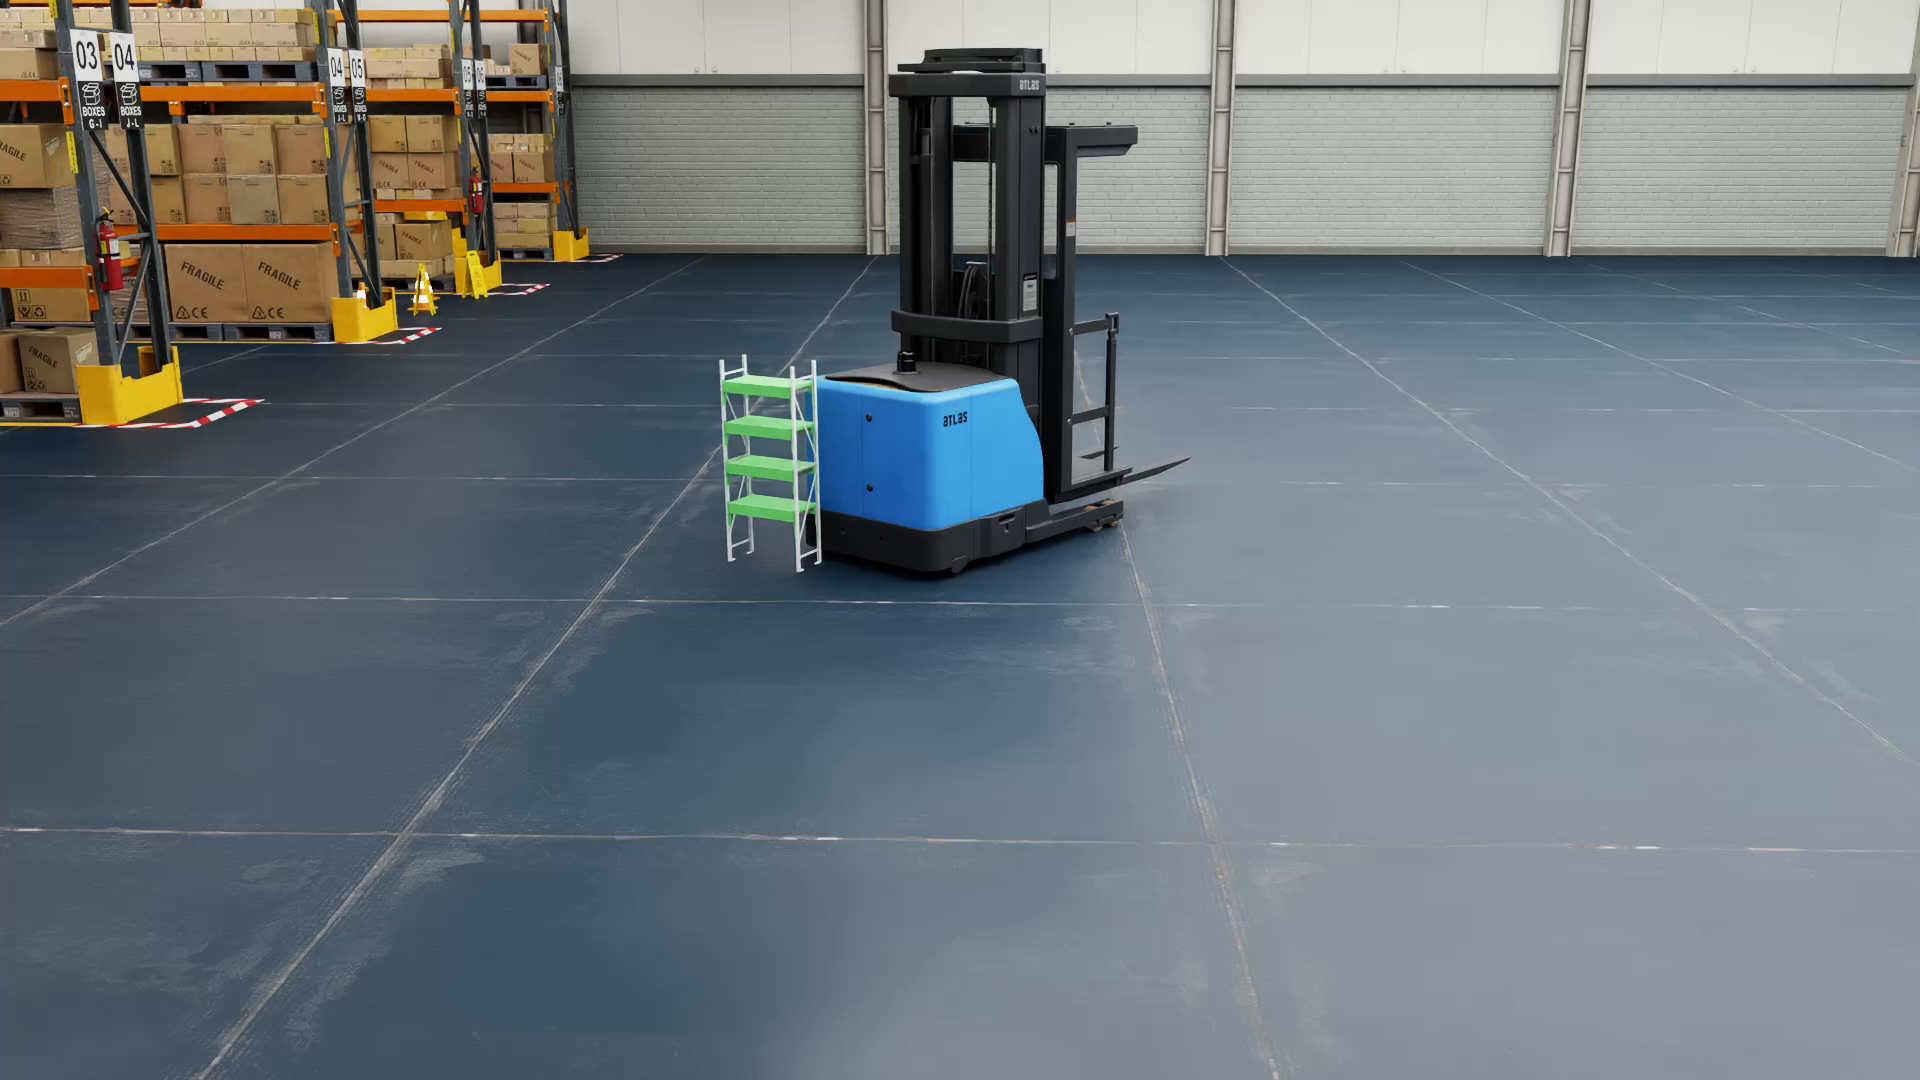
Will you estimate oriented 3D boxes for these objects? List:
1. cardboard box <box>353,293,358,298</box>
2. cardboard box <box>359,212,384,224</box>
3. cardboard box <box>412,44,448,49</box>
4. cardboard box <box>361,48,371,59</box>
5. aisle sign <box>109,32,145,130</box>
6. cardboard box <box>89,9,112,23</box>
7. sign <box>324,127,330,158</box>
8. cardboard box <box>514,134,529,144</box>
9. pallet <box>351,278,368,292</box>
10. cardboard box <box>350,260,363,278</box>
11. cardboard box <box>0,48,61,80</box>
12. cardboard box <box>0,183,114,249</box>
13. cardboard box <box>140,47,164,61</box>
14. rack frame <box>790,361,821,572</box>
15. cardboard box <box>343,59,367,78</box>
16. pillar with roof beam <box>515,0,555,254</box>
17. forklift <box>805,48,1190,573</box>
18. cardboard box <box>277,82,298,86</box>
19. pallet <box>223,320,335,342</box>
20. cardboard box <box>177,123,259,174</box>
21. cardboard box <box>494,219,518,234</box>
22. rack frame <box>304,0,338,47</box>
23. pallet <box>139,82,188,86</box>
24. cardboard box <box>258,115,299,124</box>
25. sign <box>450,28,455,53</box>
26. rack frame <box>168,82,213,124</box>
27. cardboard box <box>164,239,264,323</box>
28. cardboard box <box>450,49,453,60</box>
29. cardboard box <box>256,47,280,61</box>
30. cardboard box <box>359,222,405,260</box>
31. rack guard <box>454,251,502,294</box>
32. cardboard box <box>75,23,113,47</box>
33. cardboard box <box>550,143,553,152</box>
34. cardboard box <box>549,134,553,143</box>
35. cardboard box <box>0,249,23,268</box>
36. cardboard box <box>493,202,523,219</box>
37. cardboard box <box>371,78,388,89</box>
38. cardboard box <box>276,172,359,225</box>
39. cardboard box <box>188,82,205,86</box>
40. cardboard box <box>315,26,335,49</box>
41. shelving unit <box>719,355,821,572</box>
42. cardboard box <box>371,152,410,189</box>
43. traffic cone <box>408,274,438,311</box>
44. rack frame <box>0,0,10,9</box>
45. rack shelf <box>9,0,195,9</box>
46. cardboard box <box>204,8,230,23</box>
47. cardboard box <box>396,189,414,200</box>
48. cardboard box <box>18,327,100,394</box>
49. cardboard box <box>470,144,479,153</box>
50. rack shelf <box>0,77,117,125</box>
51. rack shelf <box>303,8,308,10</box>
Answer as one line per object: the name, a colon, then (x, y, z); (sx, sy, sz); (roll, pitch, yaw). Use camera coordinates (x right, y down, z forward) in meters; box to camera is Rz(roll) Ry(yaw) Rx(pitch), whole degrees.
cardboard box: (-8.264, -3.210, 22.215); (0.250, 0.149, 0.380); (9, 17, 30)
cardboard box: (-8.331, -4.571, 23.611); (0.250, 0.149, 0.380); (1, 15, 2)
cardboard box: (-8.834, -8.099, 28.056); (0.637, 0.503, 0.797); (1, 15, 3)
cardboard box: (-8.258, -6.763, 23.143); (0.250, 0.149, 0.380); (0, 15, 1)
aisle sign: (-7.087, -3.901, 14.149); (0.004, 0.787, 0.394); (0, 15, 1)
cardboard box: (-9.300, -5.727, 18.196); (0.250, 0.149, 0.380); (0, 15, 1)
sign: (-6.956, -4.368, 18.282); (0.005, 0.325, 0.100); (0, 15, 1)
cardboard box: (-7.391, -6.809, 28.217); (0.250, 0.149, 0.380); (0, 15, 2)
pallet: (-9.007, -3.770, 24.216); (1.213, 0.211, 1.003); (0, 15, 1)
cardboard box: (-8.759, -3.912, 23.856); (0.500, 0.250, 0.500); (0, 15, -1)
cardboard box: (-7.645, -3.884, 13.595); (0.500, 0.250, 0.500); (1, 15, 3)
cardboard box: (-7.705, -2.770, 14.182); (0.500, 0.500, 0.875); (0, 15, 1)
cardboard box: (-8.794, -5.338, 18.286); (0.250, 0.149, 0.380); (1, 15, 2)
rack frame: (-0.886, -0.420, 9.574); (0.015, 1.200, 0.240); (8, 17, 28)
cardboard box: (-8.443, -6.557, 23.144); (0.500, 0.250, 0.500); (1, 15, 3)
pillar with roof beam: (-7.563, -8.398, 24.531); (0.400, 9.000, 9.100); (0, 15, 1)
forklift: (0.398, -1.540, 10.432); (1.130, 2.935, 3.031); (12, 19, 38)
cardboard box: (-9.310, -6.355, 23.158); (0.250, 0.149, 0.380); (0, 15, 0)
pallet: (-7.730, -2.469, 19.284); (1.213, 0.211, 1.003); (0, 15, 1)
cardboard box: (-8.407, -4.457, 18.943); (0.550, 0.550, 0.875); (0, 15, 1)
cardboard box: (-7.776, -5.405, 28.535); (0.500, 0.250, 0.500); (0, 15, 1)
rack frame: (-10.779, -9.288, 27.903); (0.127, 3.000, 1.000); (0, 15, 1)
pallet: (-11.516, -6.512, 23.629); (1.003, 0.211, 1.213); (0, 15, 1)
cardboard box: (-9.456, -5.719, 23.399); (0.500, 0.500, 0.700); (0, 15, 0)
sign: (-6.937, -6.832, 22.740); (0.005, 0.325, 0.100); (0, 15, 1)
rack frame: (-10.902, -5.121, 23.870); (0.127, 3.000, 1.000); (0, 15, 1)
cardboard box: (-8.488, -3.000, 19.174); (0.875, 0.875, 0.875); (0, 15, 1)
cardboard box: (-7.253, -6.864, 23.525); (0.250, 0.149, 0.380); (0, 15, 1)
cardboard box: (-7.522, -5.330, 18.255); (0.250, 0.149, 0.380); (0, 15, 2)
cardboard box: (-8.233, -4.272, 23.750); (0.500, 0.500, 0.500); (1, 15, 4)
rack guard: (-6.979, -3.887, 24.092); (0.348, 0.500, 1.175); (0, 15, 1)
cardboard box: (-9.437, -5.550, 18.309); (0.500, 0.250, 0.500); (0, 15, 1)
cardboard box: (-7.113, -6.791, 28.733); (0.250, 0.149, 0.380); (0, 15, 0)
cardboard box: (-7.110, -6.923, 28.650); (0.250, 0.149, 0.380); (0, 15, 0)
cardboard box: (-7.948, -2.386, 13.995); (0.250, 0.149, 0.380); (0, 15, 1)
cardboard box: (-7.759, -5.643, 28.456); (0.500, 0.250, 0.500); (1, 15, 2)
cardboard box: (-8.033, -6.377, 23.244); (0.250, 0.149, 0.380); (0, 15, 2)
cardboard box: (-7.301, -3.895, 18.930); (0.550, 0.550, 0.875); (0, 15, 1)
cardboard box: (-10.593, -6.385, 23.272); (0.250, 0.149, 0.380); (0, 15, 1)
cardboard box: (-7.404, -5.674, 18.776); (0.500, 0.250, 0.500); (0, 15, 1)
shelving unit: (-1.100, -0.450, 9.688); (0.503, 1.200, 0.258); (8, 17, 28)
cardboard box: (-7.953, -5.225, 23.484); (0.500, 0.500, 0.500); (0, 15, 2)
traffic cone: (-7.054, -3.257, 21.777); (0.334, 0.463, 0.336); (0, 15, 1)
rack frame: (-10.927, -6.759, 18.317); (0.127, 3.000, 1.000); (0, 15, 1)
rack shelf: (-12.901, -7.494, 23.297); (4.000, 0.370, 1.077); (0, 15, 1)
cardboard box: (-8.039, -5.718, 18.164); (0.250, 0.149, 0.380); (1, 15, 2)
cardboard box: (-7.794, -4.902, 23.532); (0.250, 0.149, 0.380); (0, 15, 0)
cardboard box: (-7.780, -1.570, 14.489); (0.500, 0.500, 0.500); (3, 15, 12)
cardboard box: (-8.164, -6.659, 28.233); (0.250, 0.149, 0.380); (0, 15, 0)
rack shelf: (-9.156, -3.683, 13.951); (4.000, 0.370, 1.077); (0, 15, 1)
rack shelf: (-12.778, -8.759, 28.095); (4.000, 0.370, 1.077); (0, 15, 1)
